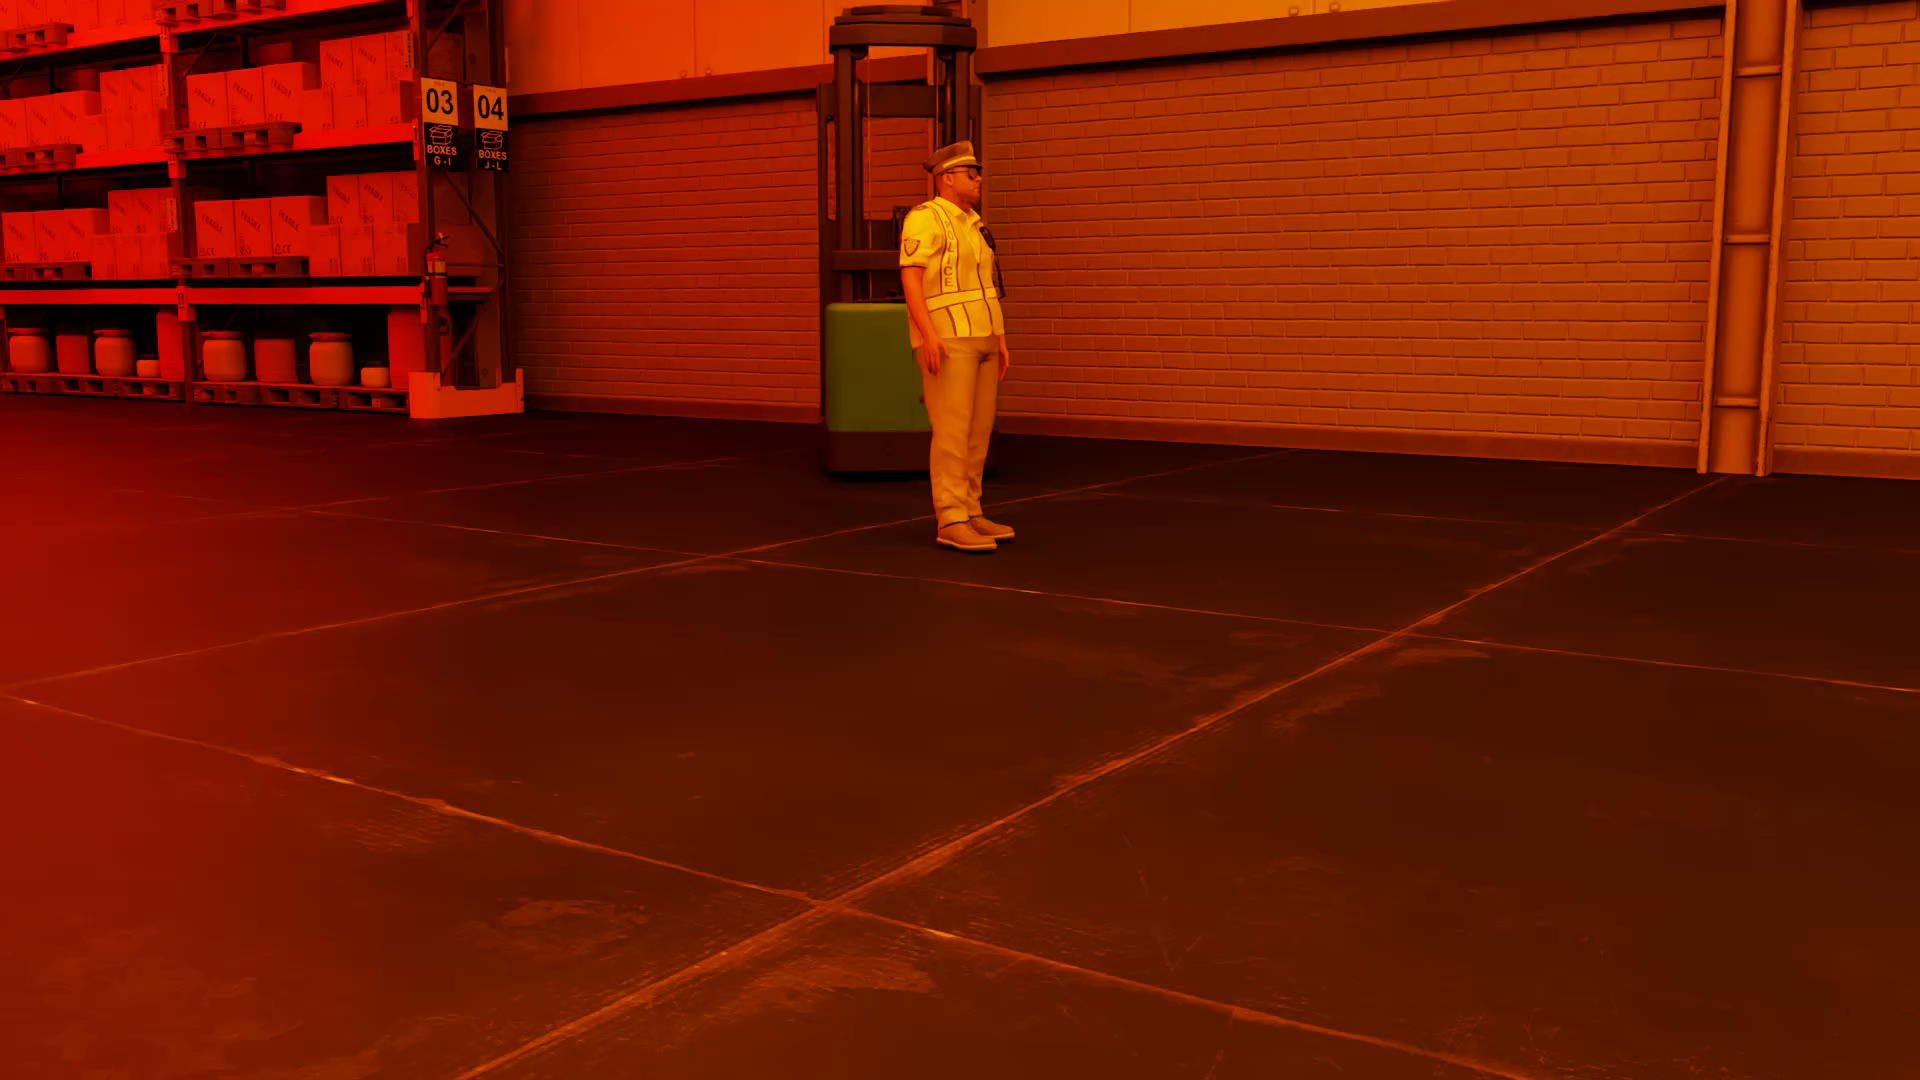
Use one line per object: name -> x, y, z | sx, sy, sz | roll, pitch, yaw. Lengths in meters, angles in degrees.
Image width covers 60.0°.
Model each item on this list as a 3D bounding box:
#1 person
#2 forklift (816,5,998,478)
person -> 0.057, -0.882, 7.424 | 0.575, 1.781, 0.640 | 5, 10, 34
forklift -> -0.421, -2.010, 11.327 | 1.130, 2.935, 3.031 | -1, 8, -5
